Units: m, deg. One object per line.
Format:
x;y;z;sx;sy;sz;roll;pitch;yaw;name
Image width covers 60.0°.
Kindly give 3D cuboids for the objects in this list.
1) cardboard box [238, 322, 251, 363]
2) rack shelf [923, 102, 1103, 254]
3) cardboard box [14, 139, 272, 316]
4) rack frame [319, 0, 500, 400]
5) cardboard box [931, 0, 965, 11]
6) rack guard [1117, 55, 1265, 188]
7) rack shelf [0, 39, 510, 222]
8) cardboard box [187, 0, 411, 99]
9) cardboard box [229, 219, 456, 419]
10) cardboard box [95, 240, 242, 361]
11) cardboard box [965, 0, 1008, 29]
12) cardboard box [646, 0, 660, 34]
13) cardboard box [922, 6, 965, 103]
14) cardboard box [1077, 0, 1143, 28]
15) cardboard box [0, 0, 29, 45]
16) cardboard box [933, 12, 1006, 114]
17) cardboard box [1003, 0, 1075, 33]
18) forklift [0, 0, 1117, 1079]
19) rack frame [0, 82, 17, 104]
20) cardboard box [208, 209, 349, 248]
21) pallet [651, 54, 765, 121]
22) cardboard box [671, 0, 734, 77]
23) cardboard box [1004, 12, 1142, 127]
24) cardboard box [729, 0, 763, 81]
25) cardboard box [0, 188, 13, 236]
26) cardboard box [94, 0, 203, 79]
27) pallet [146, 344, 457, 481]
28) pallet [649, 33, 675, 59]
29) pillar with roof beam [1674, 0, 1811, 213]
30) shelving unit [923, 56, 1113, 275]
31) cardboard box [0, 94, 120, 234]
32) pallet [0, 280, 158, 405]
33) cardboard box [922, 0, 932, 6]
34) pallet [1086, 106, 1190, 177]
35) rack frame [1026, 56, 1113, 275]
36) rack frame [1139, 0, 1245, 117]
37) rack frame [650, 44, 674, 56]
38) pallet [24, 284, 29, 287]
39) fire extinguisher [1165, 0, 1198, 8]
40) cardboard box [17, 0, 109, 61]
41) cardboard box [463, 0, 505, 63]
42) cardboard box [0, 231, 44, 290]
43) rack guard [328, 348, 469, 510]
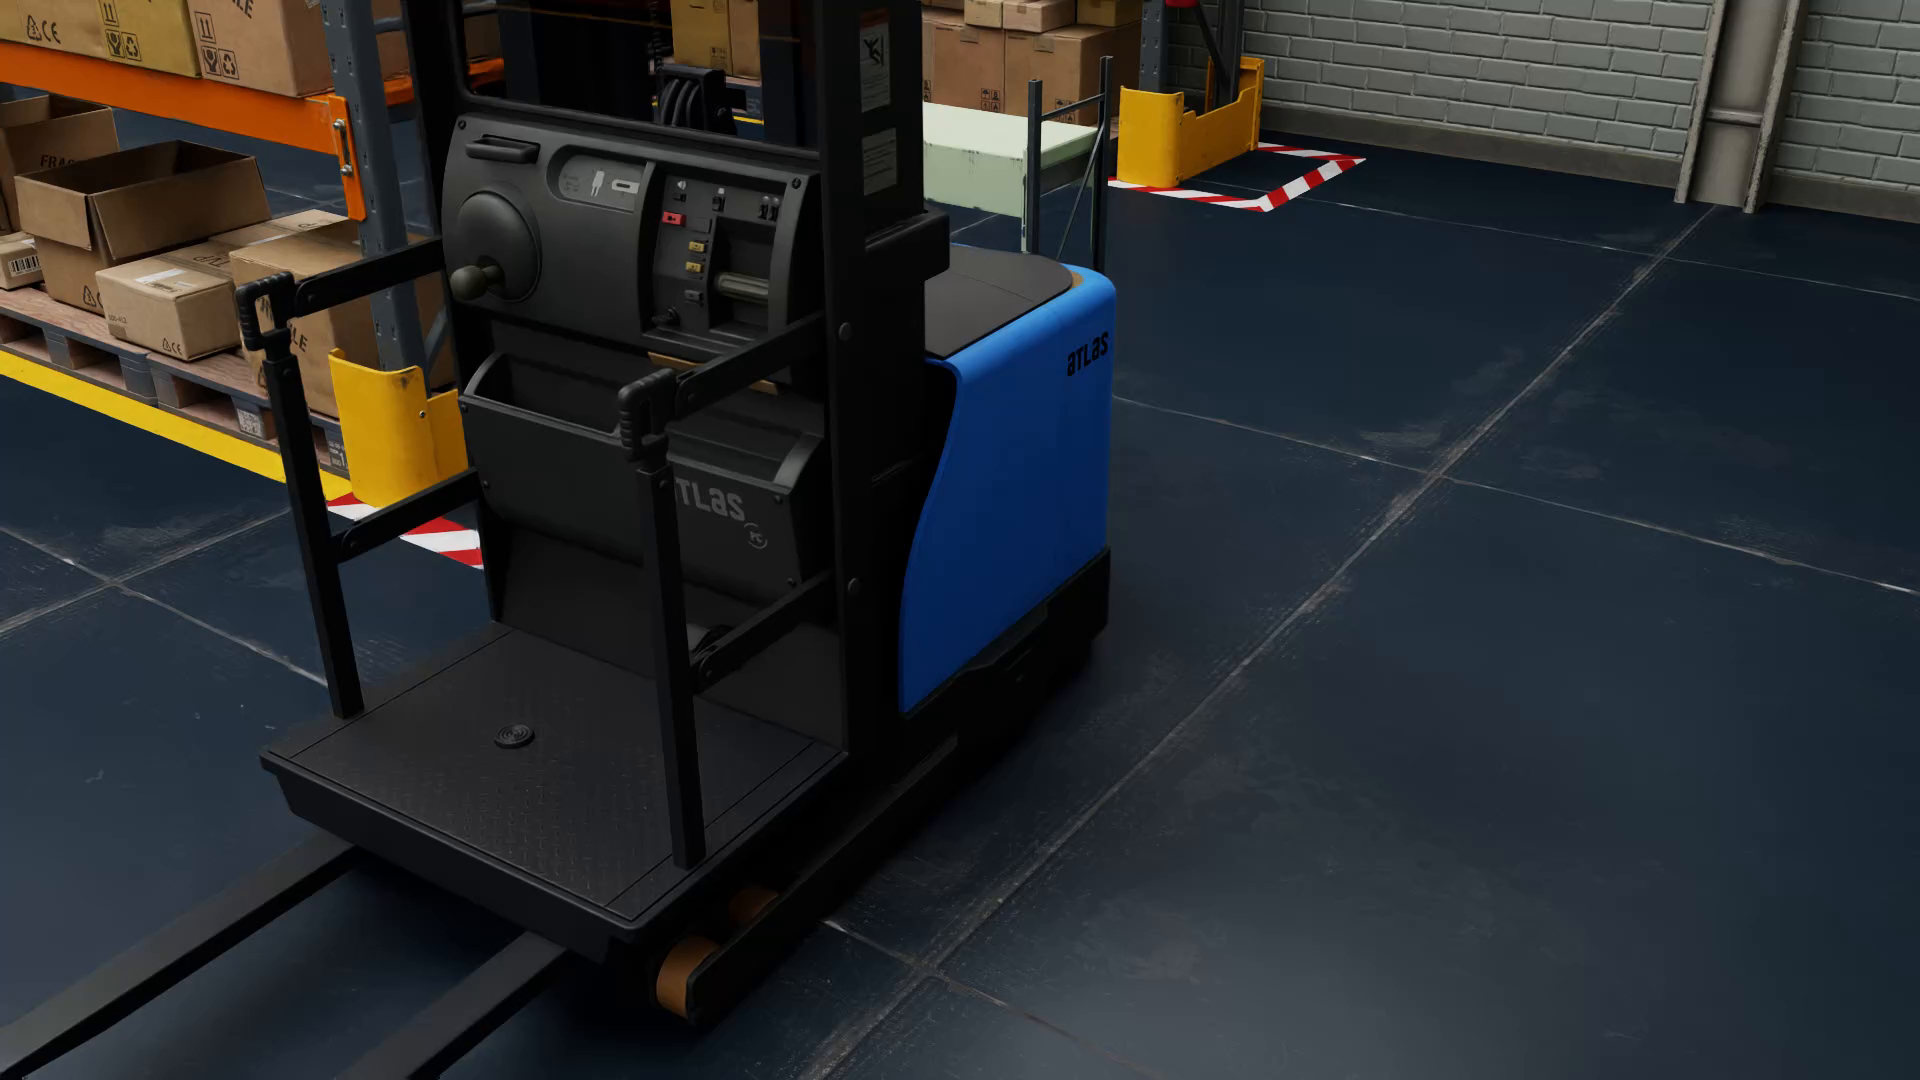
-2.384;-0.758;6.071;0.250;0.166;0.380;17;32;30;cardboard box
-0.006;-1.018;4.736;0.720;0.370;0.431;17;32;30;rack shelf
-3.259;-1.269;6.705;0.637;0.503;0.797;17;32;30;cardboard box
-1.513;-1.639;5.164;0.127;3.000;1.000;17;32;30;rack frame
0.037;-3.299;10.003;0.250;0.149;0.380;18;32;31;cardboard box
1.308;-2.372;9.360;0.348;0.500;1.175;17;32;30;rack guard
-3.162;-1.832;6.336;4.000;0.370;1.077;17;32;30;rack shelf
-2.036;-1.697;5.167;0.500;0.500;0.500;18;32;32;cardboard box
-2.101;-0.769;5.725;0.500;0.500;0.500;17;32;30;cardboard box
-2.867;-0.913;6.283;0.500;0.250;0.500;17;32;30;cardboard box
0.235;-3.027;9.469;0.250;0.149;0.380;18;32;32;cardboard box
-2.618;-3.867;11.448;0.750;0.750;0.750;18;32;31;cardboard box
-0.173;-2.965;10.062;0.500;0.500;0.700;16;31;29;cardboard box
0.871;-3.040;9.493;0.250;0.149;0.380;18;32;31;cardboard box
-3.289;-2.089;5.937;0.500;0.500;0.500;17;31;30;cardboard box
0.242;-2.836;9.809;0.500;0.500;0.700;17;32;30;cardboard box
0.446;-2.962;9.340;0.250;0.149;0.380;17;31;30;cardboard box
-0.801;-0.583;3.163;1.130;2.935;3.031;16;31;28;forklift
-4.810;-2.667;7.182;0.127;3.000;1.000;17;32;30;rack frame
-2.625;-1.112;6.675;0.500;0.250;0.500;17;32;30;cardboard box
-1.426;-3.052;11.015;1.213;0.211;1.003;17;32;30;pallet
-1.450;-3.362;10.842;0.500;0.500;0.700;18;32;31;cardboard box
0.655;-2.708;9.557;0.500;0.500;0.700;17;32;30;cardboard box
-1.038;-3.232;10.587;0.500;0.500;0.700;17;32;30;cardboard box
-4.587;-1.476;7.322;0.500;0.311;0.500;17;32;30;cardboard box
-2.466;-1.829;5.427;0.500;0.500;0.500;18;32;31;cardboard box
-2.233;-0.620;6.237;1.213;0.211;1.003;17;32;30;pallet
-2.687;-3.447;11.790;1.213;0.211;1.003;17;32;30;pallet
1.566;-4.187;3.555;0.400;9.000;9.100;17;32;30;pillar with roof beam
-0.006;-0.670;4.913;0.755;1.500;0.431;17;32;30;shelving unit
-4.180;-1.708;7.571;0.500;0.500;0.500;17;32;30;cardboard box
-3.235;-0.934;6.853;1.213;0.211;1.003;17;32;30;pallet
-0.175;-3.364;10.132;0.250;0.149;0.380;18;32;31;cardboard box
0.585;-2.426;9.784;1.213;0.211;1.003;17;32;30;pallet
0.296;-0.576;4.729;0.023;1.500;0.400;17;32;30;rack frame
1.288;-3.492;8.805;0.127;3.000;1.000;17;32;30;rack frame
-2.009;-4.519;10.823;0.127;3.000;1.000;17;32;30;rack frame
-4.245;-1.247;7.468;1.213;0.211;1.003;17;32;30;pallet
1.151;-3.080;8.492;0.183;0.674;0.296;17;32;30;fire extinguisher
-2.874;-1.959;5.682;0.500;0.500;0.500;18;32;31;cardboard box
-1.730;-1.896;5.559;0.500;0.500;0.500;18;32;31;cardboard box
-3.868;-1.193;6.925;0.250;0.166;0.380;17;32;30;cardboard box
-1.576;-0.545;5.769;0.348;0.500;1.175;17;32;30;rack guard
